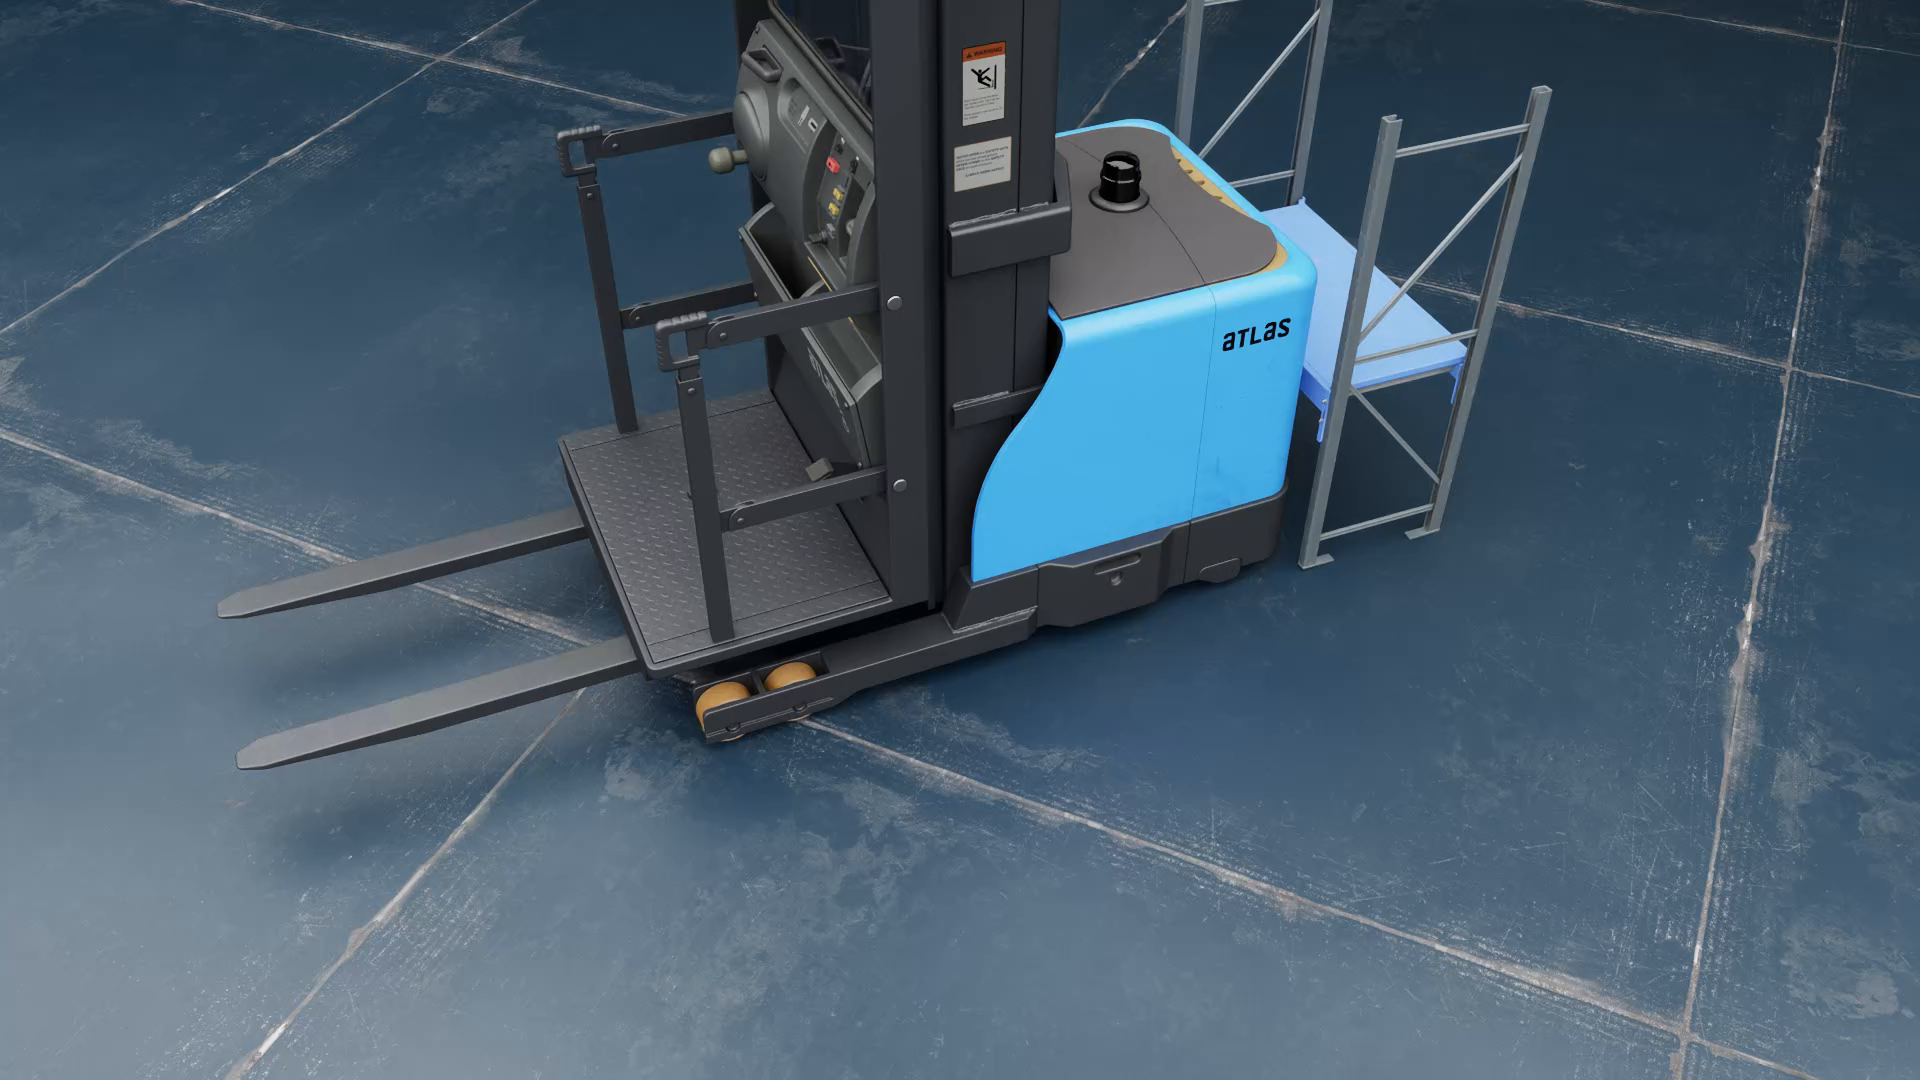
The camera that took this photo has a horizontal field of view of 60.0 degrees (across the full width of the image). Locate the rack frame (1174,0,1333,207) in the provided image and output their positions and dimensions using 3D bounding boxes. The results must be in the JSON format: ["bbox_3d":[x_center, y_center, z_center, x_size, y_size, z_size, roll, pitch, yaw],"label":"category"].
[{"bbox_3d":[0.908,-1.161,5.442,0.500,1.500,0.032,-15,43,-17],"label":"rack frame"}]

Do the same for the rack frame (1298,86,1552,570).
[{"bbox_3d":[1.290,-0.545,4.730,0.500,1.500,0.032,-15,43,-17],"label":"rack frame"}]

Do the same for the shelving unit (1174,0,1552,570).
[{"bbox_3d":[1.099,-0.853,5.086,0.538,1.500,1.048,-15,43,-17],"label":"shelving unit"}]

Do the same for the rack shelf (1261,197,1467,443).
[{"bbox_3d":[1.098,-0.717,5.203,0.538,0.185,1.000,-15,43,-17],"label":"rack shelf"}]

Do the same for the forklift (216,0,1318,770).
[{"bbox_3d":[-0.580,-0.946,4.103,3.031,2.935,1.130,-16,43,-17],"label":"forklift"}]
